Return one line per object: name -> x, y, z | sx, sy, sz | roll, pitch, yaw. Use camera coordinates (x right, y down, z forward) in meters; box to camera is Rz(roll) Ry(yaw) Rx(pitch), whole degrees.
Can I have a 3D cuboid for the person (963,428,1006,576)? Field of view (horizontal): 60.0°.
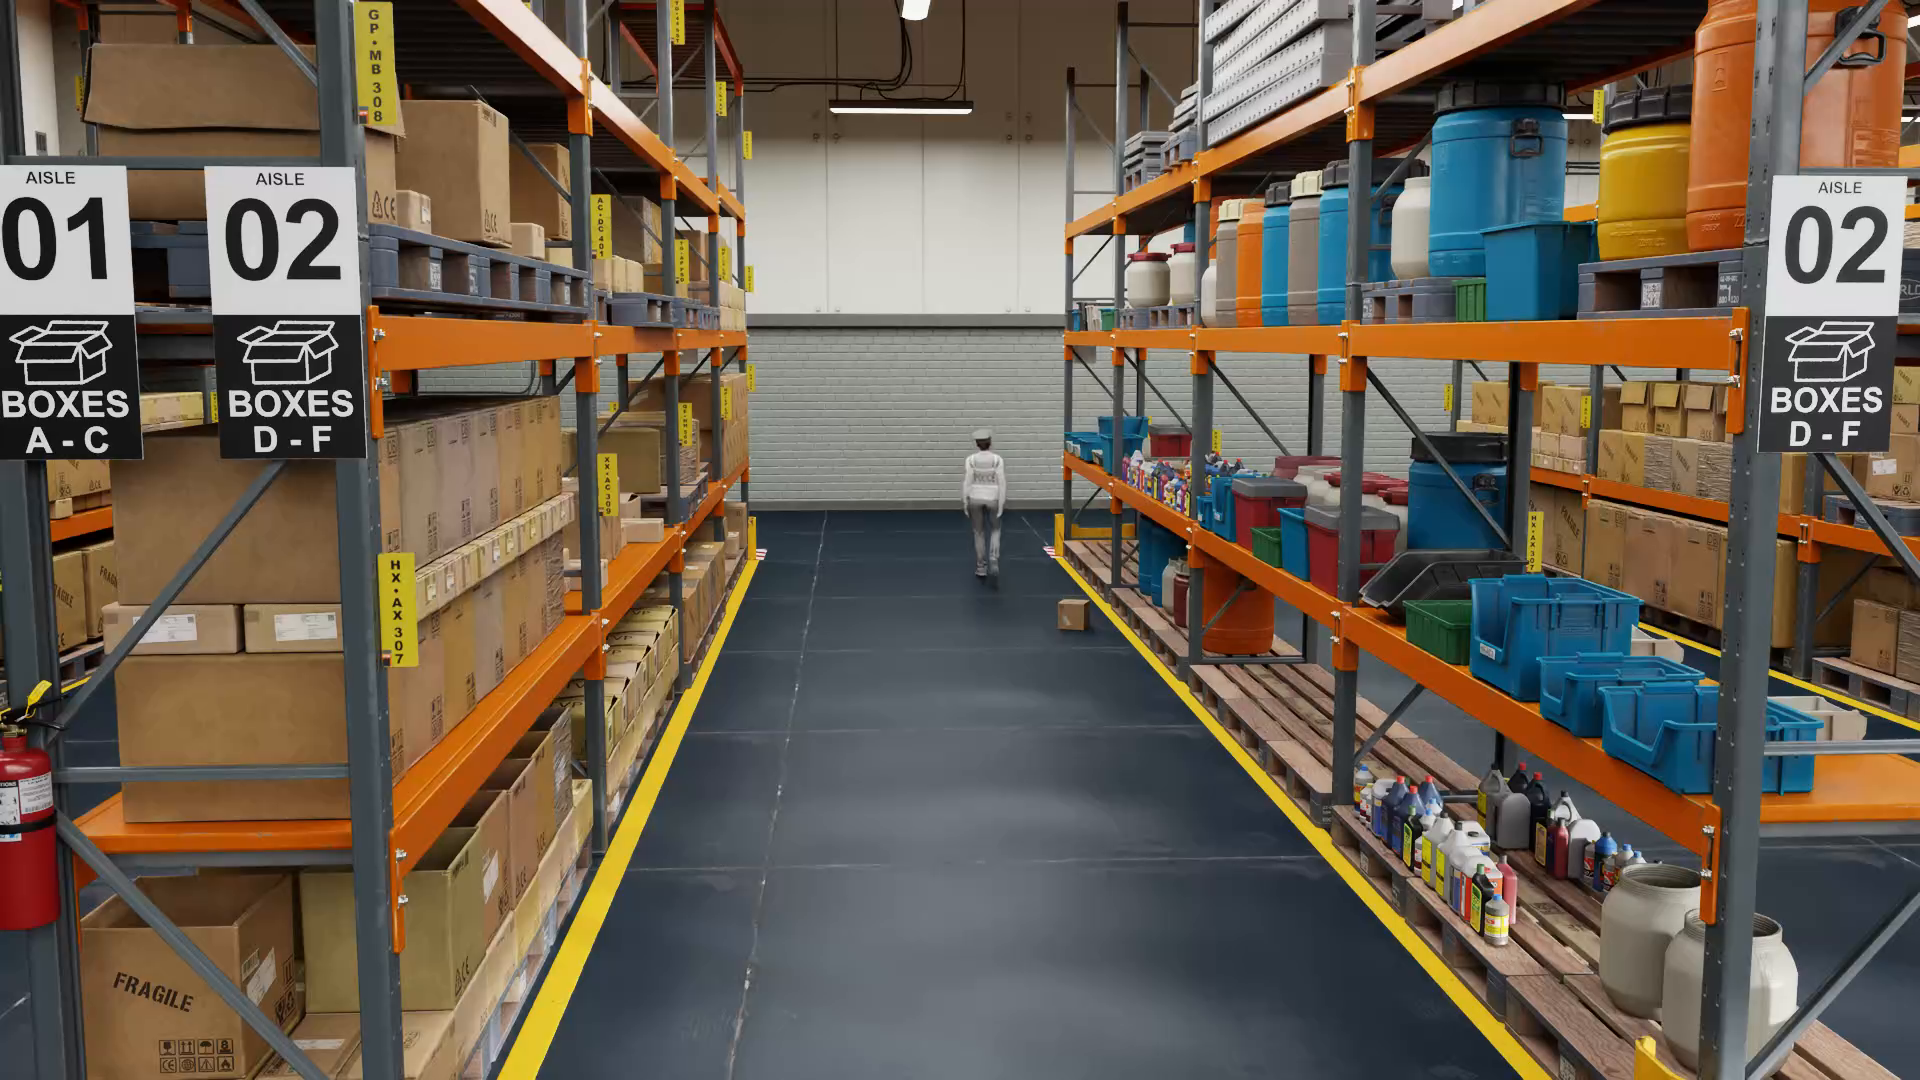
person -> 0.278, -0.427, 18.976 | 0.485, 1.694, 0.430 | 0, 7, -2
